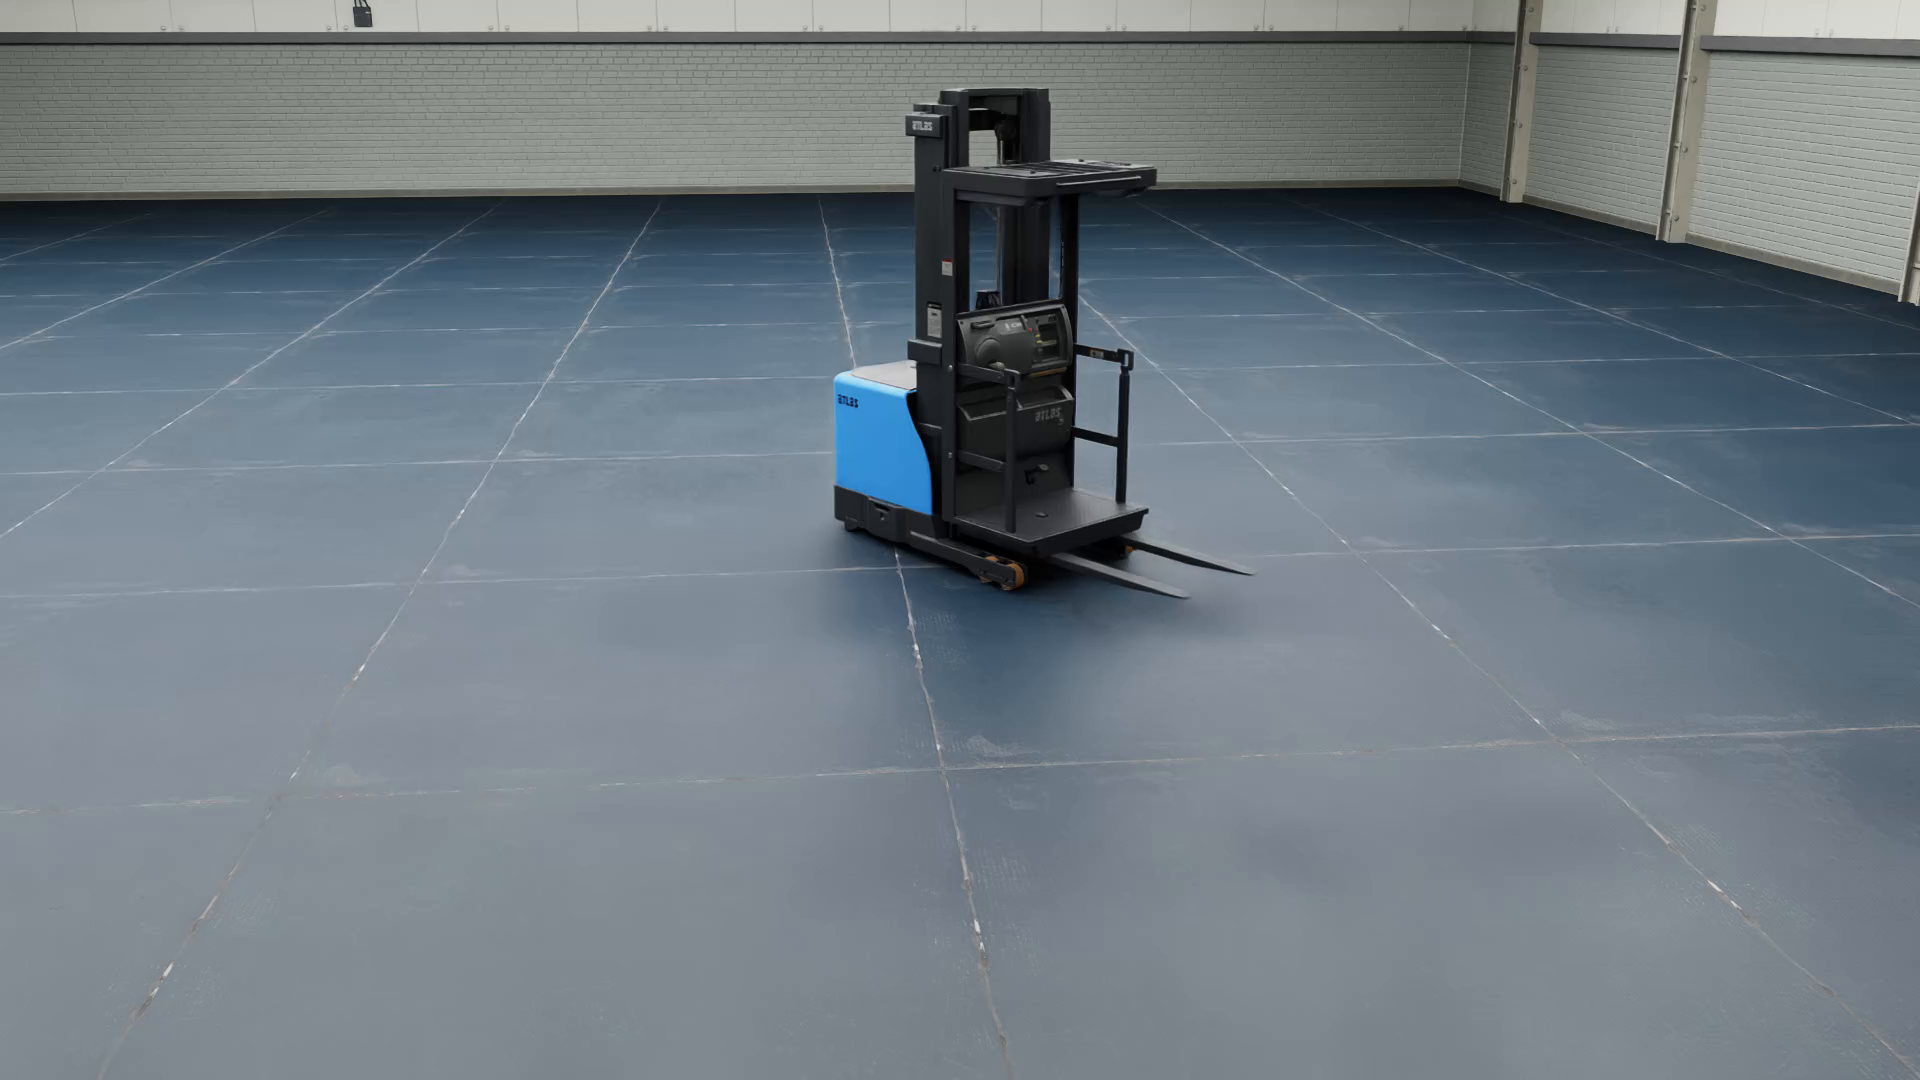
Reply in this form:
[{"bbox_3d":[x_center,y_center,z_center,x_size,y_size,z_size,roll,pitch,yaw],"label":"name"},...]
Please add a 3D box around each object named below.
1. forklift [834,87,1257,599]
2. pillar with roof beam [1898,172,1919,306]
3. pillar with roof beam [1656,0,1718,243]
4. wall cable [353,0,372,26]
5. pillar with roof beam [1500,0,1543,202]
[{"bbox_3d":[0.496,-1.261,10.301,1.130,2.935,3.031,-15,23,-40],"label":"forklift"},{"bbox_3d":[7.517,-7.071,18.677,9.100,9.000,0.400,-2,18,-6],"label":"pillar with roof beam"},{"bbox_3d":[6.898,-8.859,24.371,9.100,9.000,0.400,-2,18,-6],"label":"pillar with roof beam"},{"bbox_3d":[-10.315,-12.636,30.725,2.305,6.003,0.169,-2,18,-6],"label":"wall cable"},{"bbox_3d":[6.279,-10.646,30.065,9.100,9.000,0.400,-2,18,-6],"label":"pillar with roof beam"}]
